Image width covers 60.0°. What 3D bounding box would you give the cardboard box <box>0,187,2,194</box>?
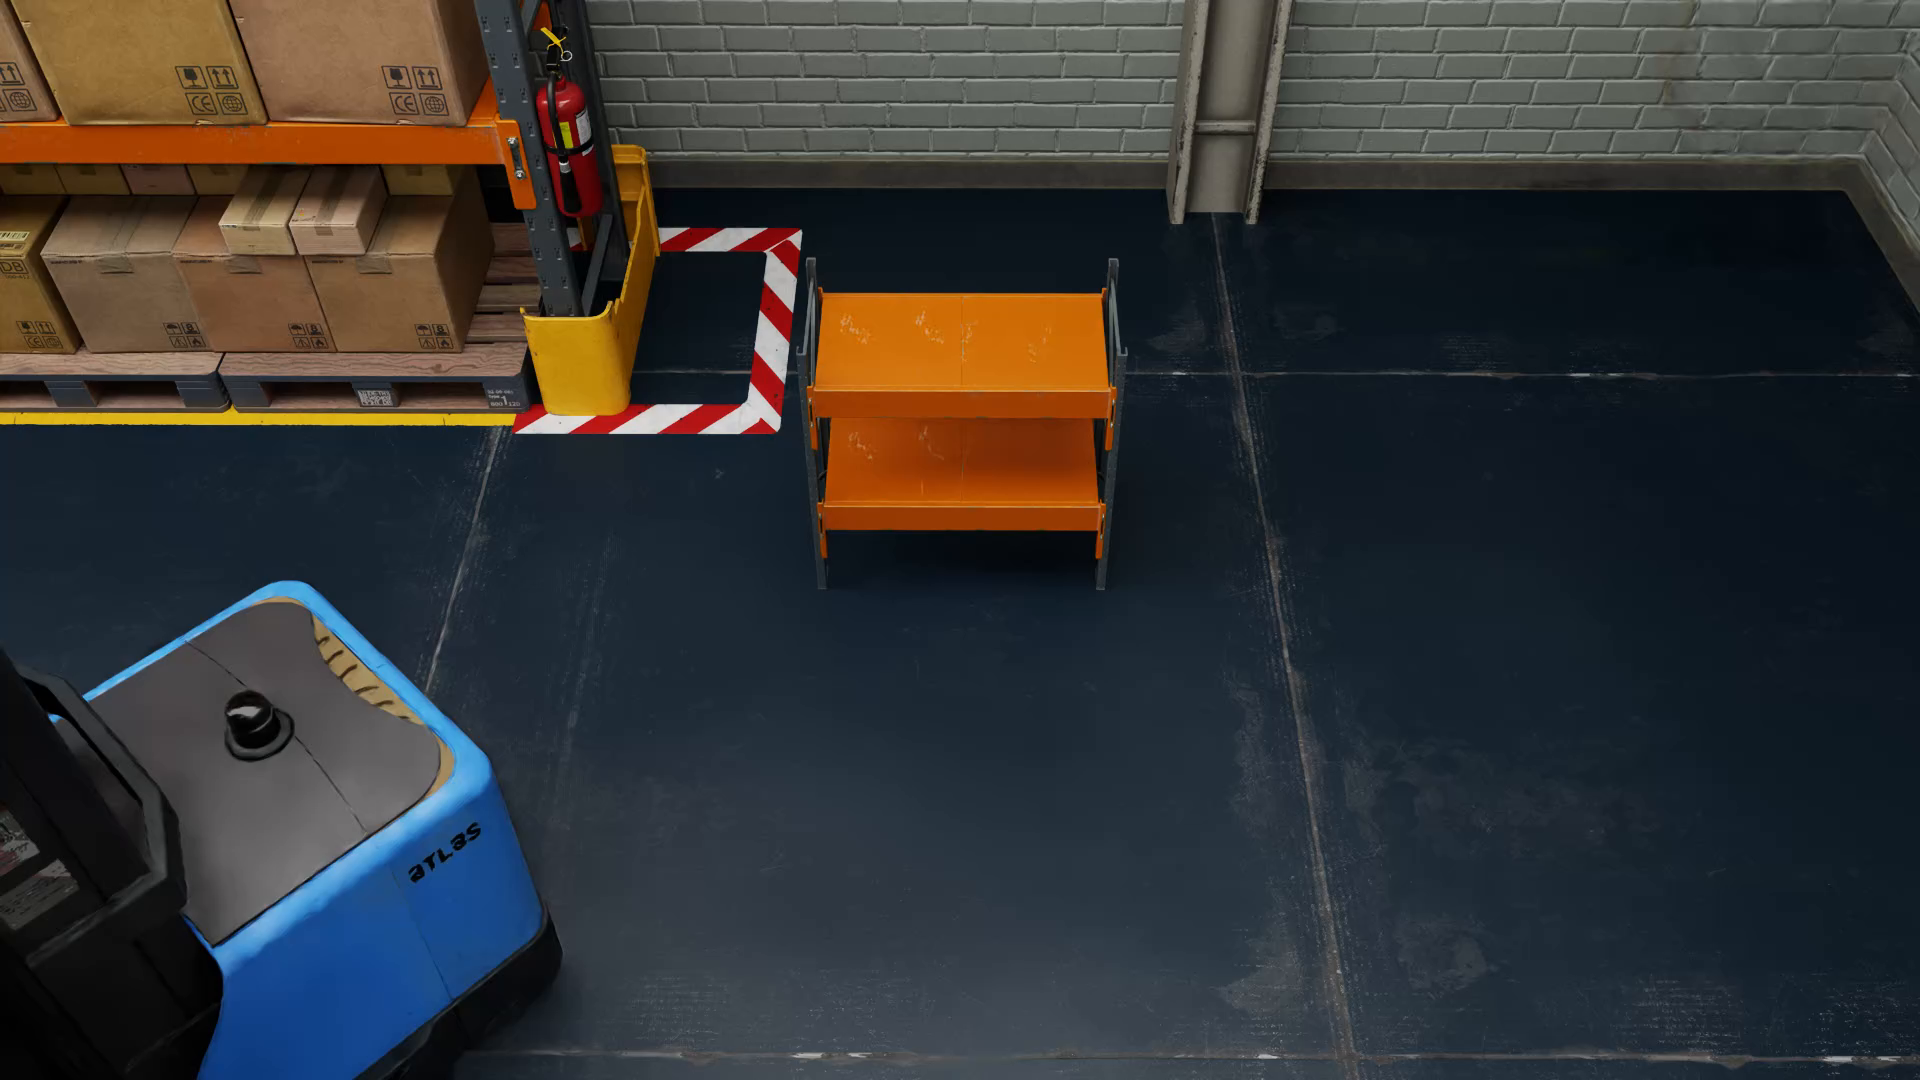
[{"bbox_3d":[-3.895,-1.543,6.615,0.250,0.149,0.380,1,47,1],"label":"cardboard box"}]

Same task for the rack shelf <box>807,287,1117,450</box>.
[{"bbox_3d":[0.007,-0.583,5.624,1.000,0.278,0.538,0,47,0],"label":"rack shelf"}]

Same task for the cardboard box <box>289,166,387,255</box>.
[{"bbox_3d":[-2.371,-1.261,6.352,0.250,0.149,0.380,0,47,0],"label":"cardboard box"}]

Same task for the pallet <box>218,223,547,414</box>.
[{"bbox_3d":[-2.341,-0.947,6.988,1.213,0.211,1.003,0,47,0],"label":"pallet"}]

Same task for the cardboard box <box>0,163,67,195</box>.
[{"bbox_3d":[-3.637,-1.543,6.615,0.250,0.149,0.380,-1,47,-1],"label":"cardboard box"}]

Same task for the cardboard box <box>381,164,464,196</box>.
[{"bbox_3d":[-2.116,-1.540,6.612,0.250,0.149,0.380,0,47,0],"label":"cardboard box"}]

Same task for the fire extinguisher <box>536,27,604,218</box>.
[{"bbox_3d":[-1.392,-1.461,5.868,0.183,0.674,0.296,0,47,0],"label":"fire extinguisher"}]

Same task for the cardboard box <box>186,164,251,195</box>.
[{"bbox_3d":[-2.873,-1.542,6.613,0.250,0.149,0.380,1,47,0],"label":"cardboard box"}]

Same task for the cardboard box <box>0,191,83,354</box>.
[{"bbox_3d":[-3.778,-1.171,6.712,0.500,0.500,0.700,1,47,1],"label":"cardboard box"}]

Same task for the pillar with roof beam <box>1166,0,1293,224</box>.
[{"bbox_3d":[1.146,-1.471,1.472,0.400,9.000,9.100,0,47,0],"label":"pillar with roof beam"}]

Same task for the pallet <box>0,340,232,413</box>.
[{"bbox_3d":[-3.558,-0.953,6.993,1.213,0.211,1.003,0,47,0],"label":"pallet"}]

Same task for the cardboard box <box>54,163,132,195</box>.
[{"bbox_3d":[-3.384,-1.542,6.614,0.250,0.149,0.380,1,47,1],"label":"cardboard box"}]

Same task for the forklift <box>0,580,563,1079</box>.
[{"bbox_3d":[-2.574,0.843,3.463,1.130,2.935,3.031,35,56,28],"label":"forklift"}]

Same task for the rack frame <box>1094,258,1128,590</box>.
[{"bbox_3d":[0.515,-0.382,5.837,0.032,1.125,0.500,0,47,0],"label":"rack frame"}]

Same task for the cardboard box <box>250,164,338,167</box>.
[{"bbox_3d":[-2.622,-1.541,6.612,0.250,0.149,0.380,0,47,0],"label":"cardboard box"}]

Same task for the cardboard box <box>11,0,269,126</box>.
[{"bbox_3d":[-2.779,-2.043,5.897,0.700,0.700,0.980,0,47,0],"label":"cardboard box"}]

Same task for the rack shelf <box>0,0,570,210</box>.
[{"bbox_3d":[-3.541,-1.713,6.287,4.000,0.370,1.077,0,47,0],"label":"rack shelf"}]

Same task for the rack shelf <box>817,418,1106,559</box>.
[{"bbox_3d":[0.007,-0.217,6.017,1.000,0.278,0.538,0,47,0],"label":"rack shelf"}]

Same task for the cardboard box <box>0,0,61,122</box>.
[{"bbox_3d":[-3.541,-2.052,5.905,0.700,0.700,0.980,-2,47,-2],"label":"cardboard box"}]

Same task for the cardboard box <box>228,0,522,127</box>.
[{"bbox_3d":[-2.051,-2.049,5.903,0.700,0.700,0.980,2,47,2],"label":"cardboard box"}]

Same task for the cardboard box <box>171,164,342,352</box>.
[{"bbox_3d":[-2.742,-1.174,6.714,0.500,0.500,0.700,0,47,0],"label":"cardboard box"}]

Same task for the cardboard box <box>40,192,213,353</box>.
[{"bbox_3d":[-3.245,-1.175,6.715,0.500,0.500,0.700,-1,47,-1],"label":"cardboard box"}]

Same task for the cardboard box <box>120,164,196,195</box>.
[{"bbox_3d":[-3.127,-1.542,6.614,0.250,0.149,0.380,1,47,1],"label":"cardboard box"}]

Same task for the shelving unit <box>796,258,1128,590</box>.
[{"bbox_3d":[0.007,-0.383,5.838,1.048,1.125,0.538,0,47,0],"label":"shelving unit"}]

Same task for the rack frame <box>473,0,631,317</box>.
[{"bbox_3d":[-1.541,-1.953,6.018,0.127,3.000,1.000,0,47,0],"label":"rack frame"}]

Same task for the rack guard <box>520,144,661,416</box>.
[{"bbox_3d":[-1.517,-1.101,6.933,0.348,0.500,1.175,0,47,0],"label":"rack guard"}]

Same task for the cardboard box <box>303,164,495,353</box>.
[{"bbox_3d":[-2.242,-1.173,6.713,0.500,0.500,0.700,0,47,0],"label":"cardboard box"}]

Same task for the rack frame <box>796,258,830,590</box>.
[{"bbox_3d":[-0.502,-0.385,5.840,0.032,1.125,0.500,0,47,0],"label":"rack frame"}]

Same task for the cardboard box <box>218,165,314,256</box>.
[{"bbox_3d":[-2.626,-1.261,6.352,0.250,0.149,0.380,1,47,1],"label":"cardboard box"}]
